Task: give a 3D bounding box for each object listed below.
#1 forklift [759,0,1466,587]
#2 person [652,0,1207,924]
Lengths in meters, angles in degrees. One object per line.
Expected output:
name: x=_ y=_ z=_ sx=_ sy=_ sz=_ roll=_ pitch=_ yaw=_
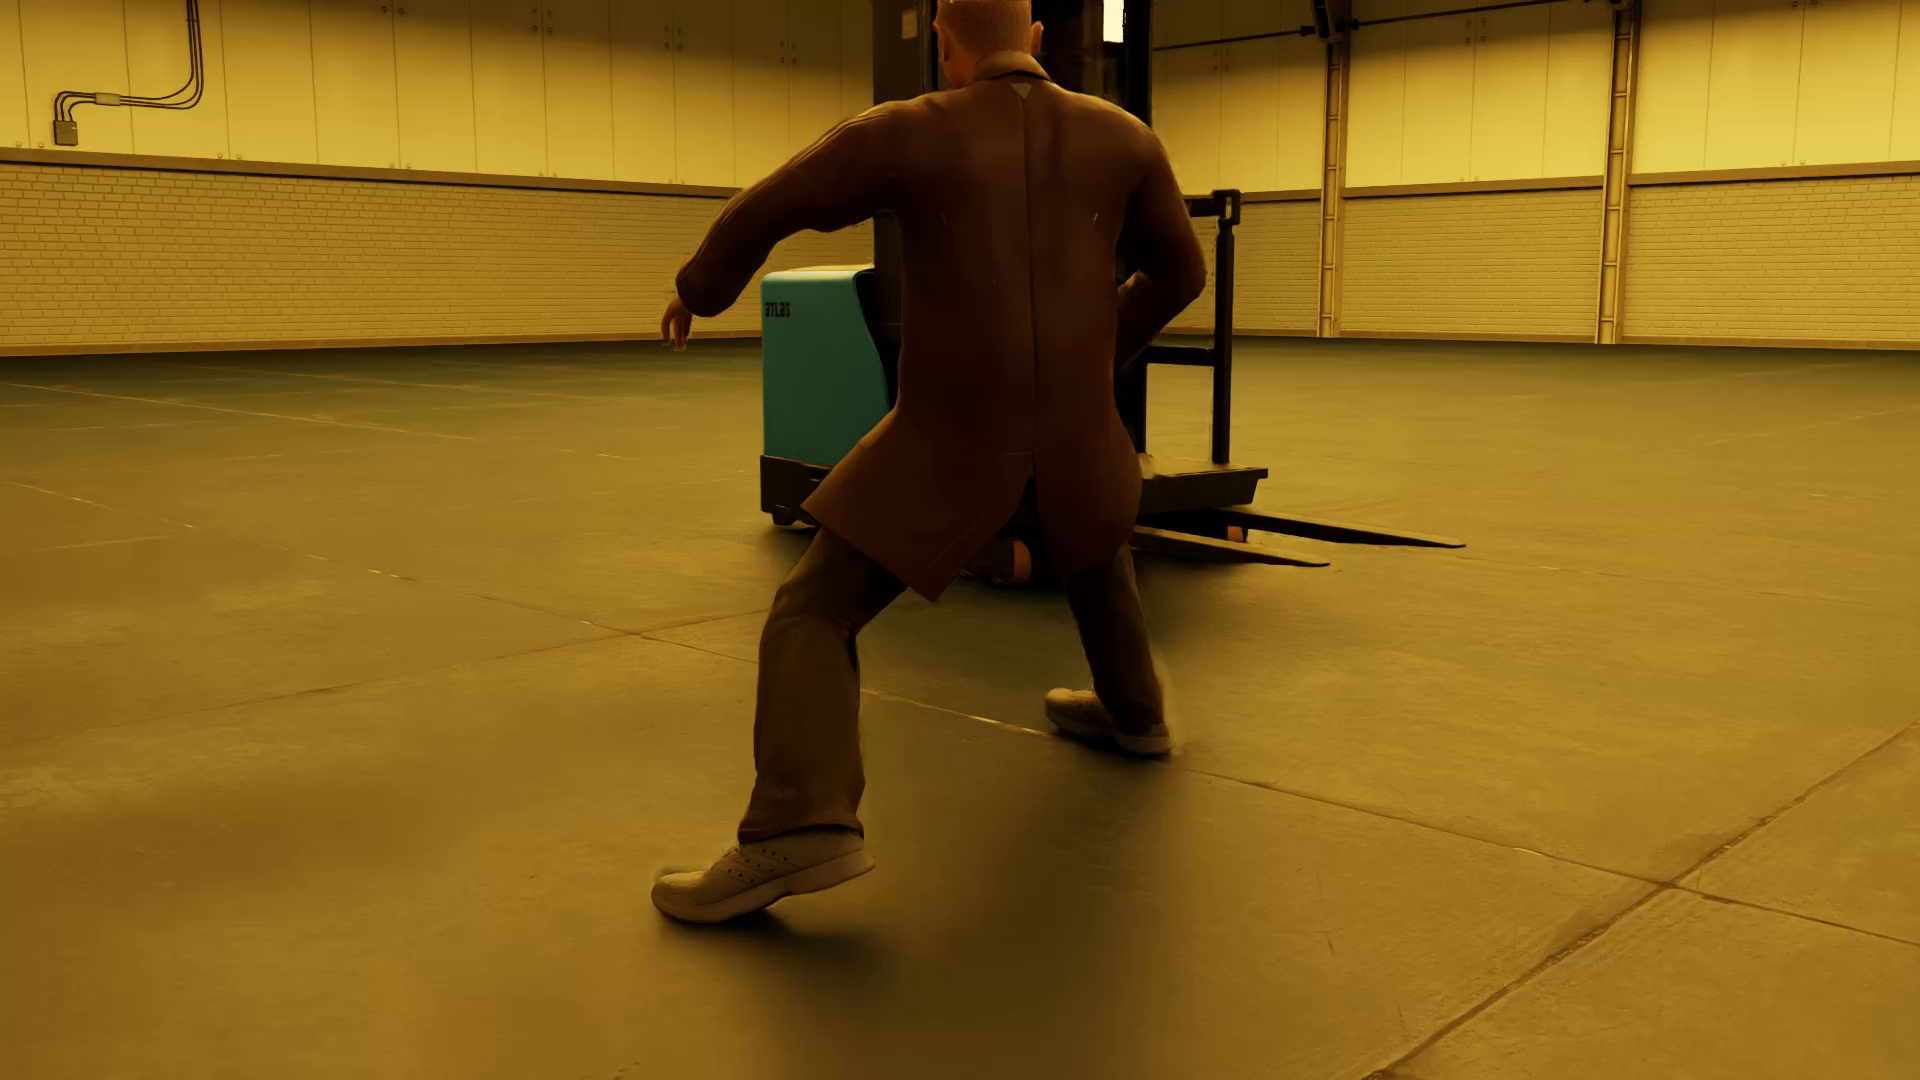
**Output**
forklift: x=0.414 y=-1.370 z=5.971 sx=1.130 sy=2.935 sz=3.031 roll=-6 pitch=10 yaw=-35
person: x=-0.041 y=-0.240 z=3.117 sx=1.213 sy=1.588 sz=1.049 roll=-3 pitch=9 yaw=-19
